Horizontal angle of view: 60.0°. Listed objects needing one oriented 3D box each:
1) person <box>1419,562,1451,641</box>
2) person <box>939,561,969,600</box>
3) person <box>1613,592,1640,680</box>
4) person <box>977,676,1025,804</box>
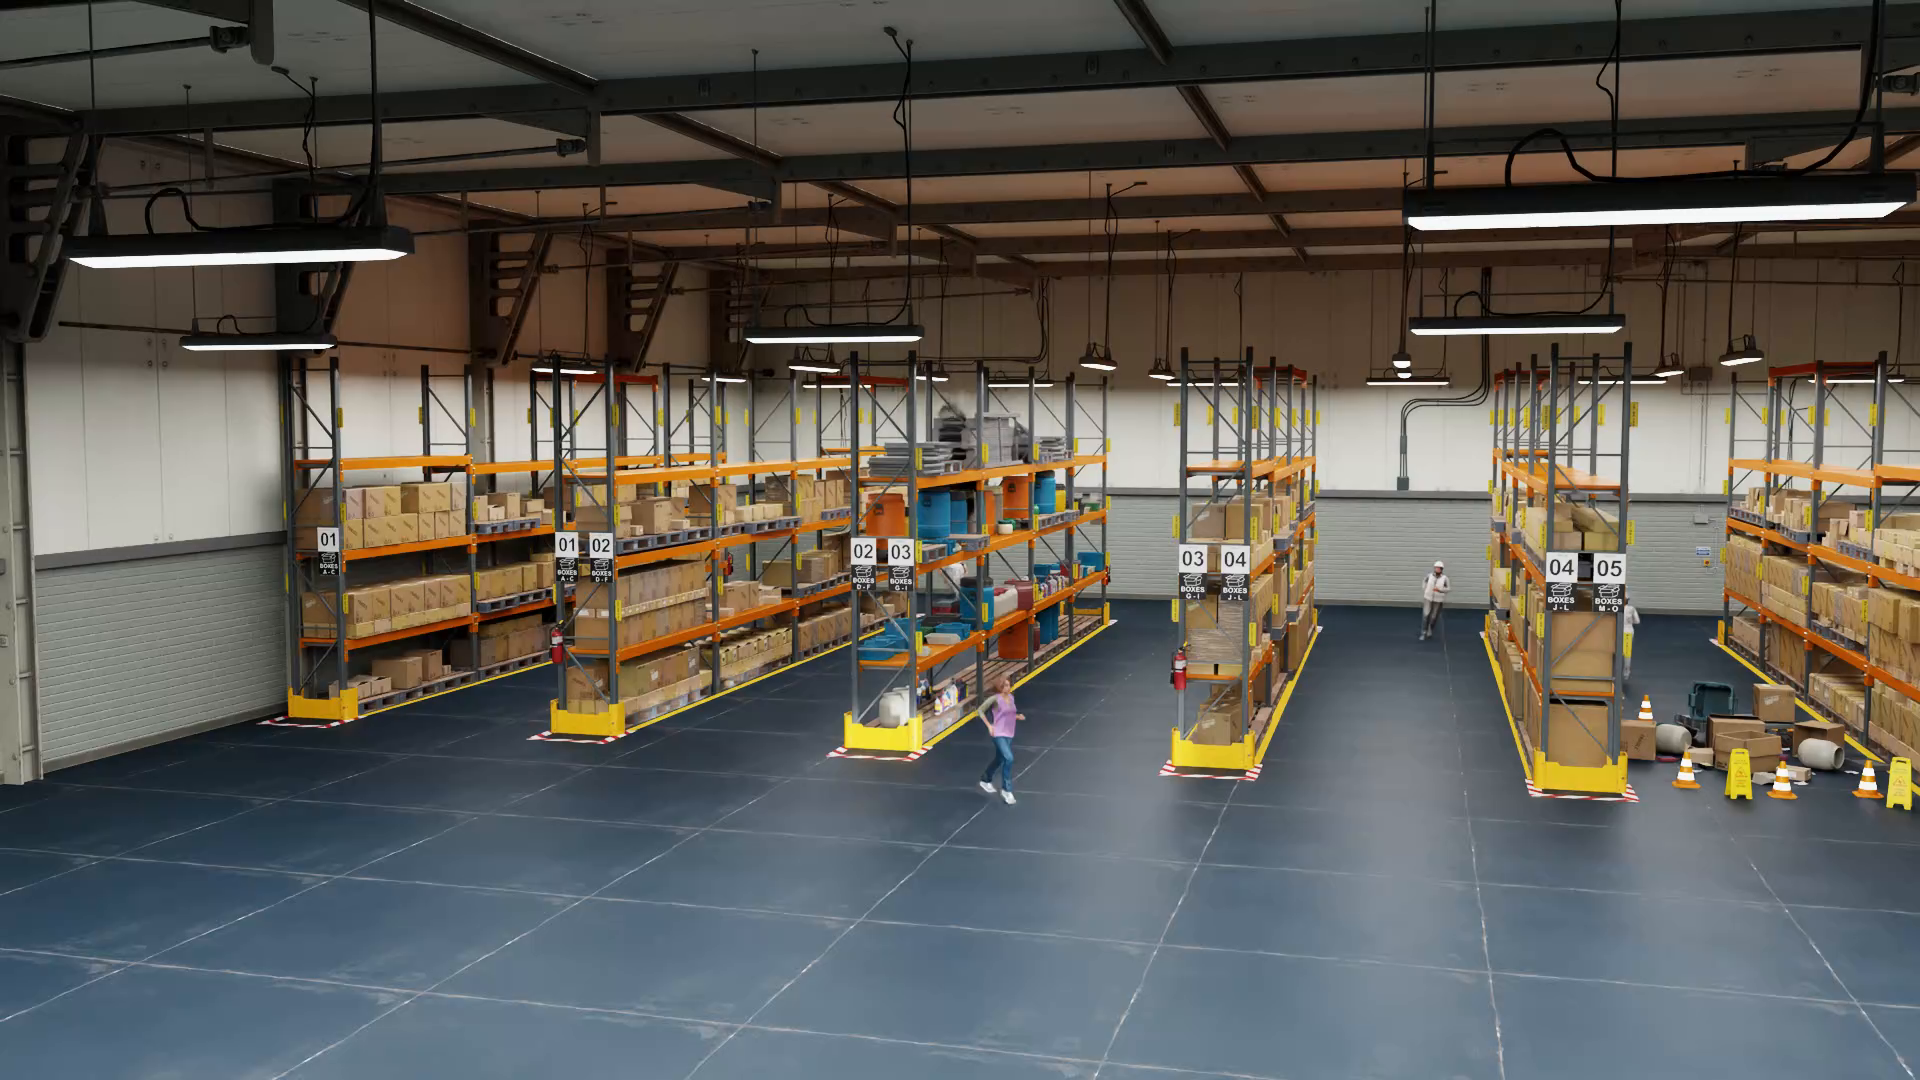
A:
[{"bbox_3d":[10.765,1.379,37.575,0.657,1.807,0.832,2,5,22],"label":"person"},{"bbox_3d":[-0.096,1.073,41.899,0.735,1.771,0.686,-3,5,-38],"label":"person"},{"bbox_3d":[12.607,1.848,31.544,0.583,1.747,0.801,1,4,9],"label":"person"},{"bbox_3d":[0.538,2.605,21.801,0.736,1.647,0.523,4,5,40],"label":"person"}]
